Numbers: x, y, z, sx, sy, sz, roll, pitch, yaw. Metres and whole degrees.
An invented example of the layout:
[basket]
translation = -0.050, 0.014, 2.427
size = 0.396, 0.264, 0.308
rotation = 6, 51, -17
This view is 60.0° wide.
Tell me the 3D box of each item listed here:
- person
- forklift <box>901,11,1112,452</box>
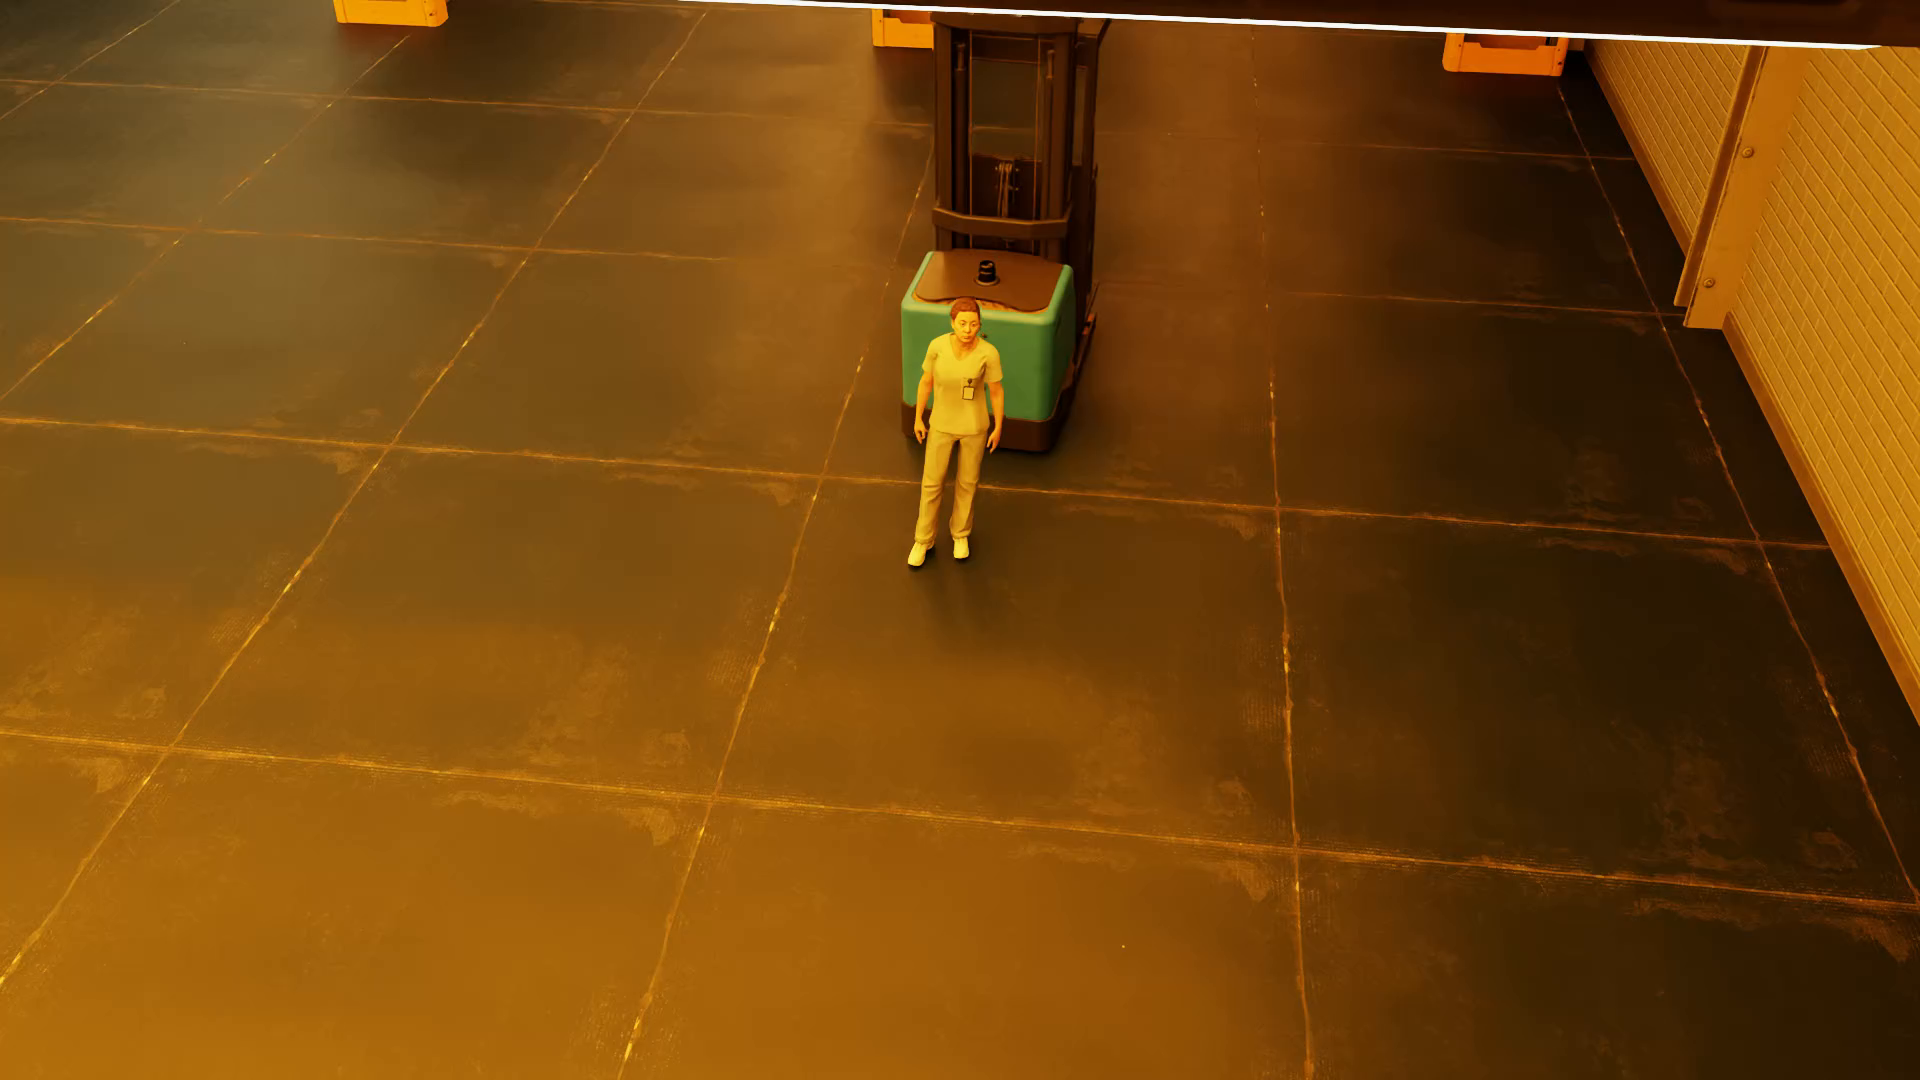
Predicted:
[person]
translation = -0.022, -0.633, 9.945
size = 0.550, 1.664, 0.549
rotation = 4, 37, 6
[forklift]
translation = 0.419, -2.647, 11.621
size = 1.130, 2.935, 3.031
rotation = 7, 37, 10
